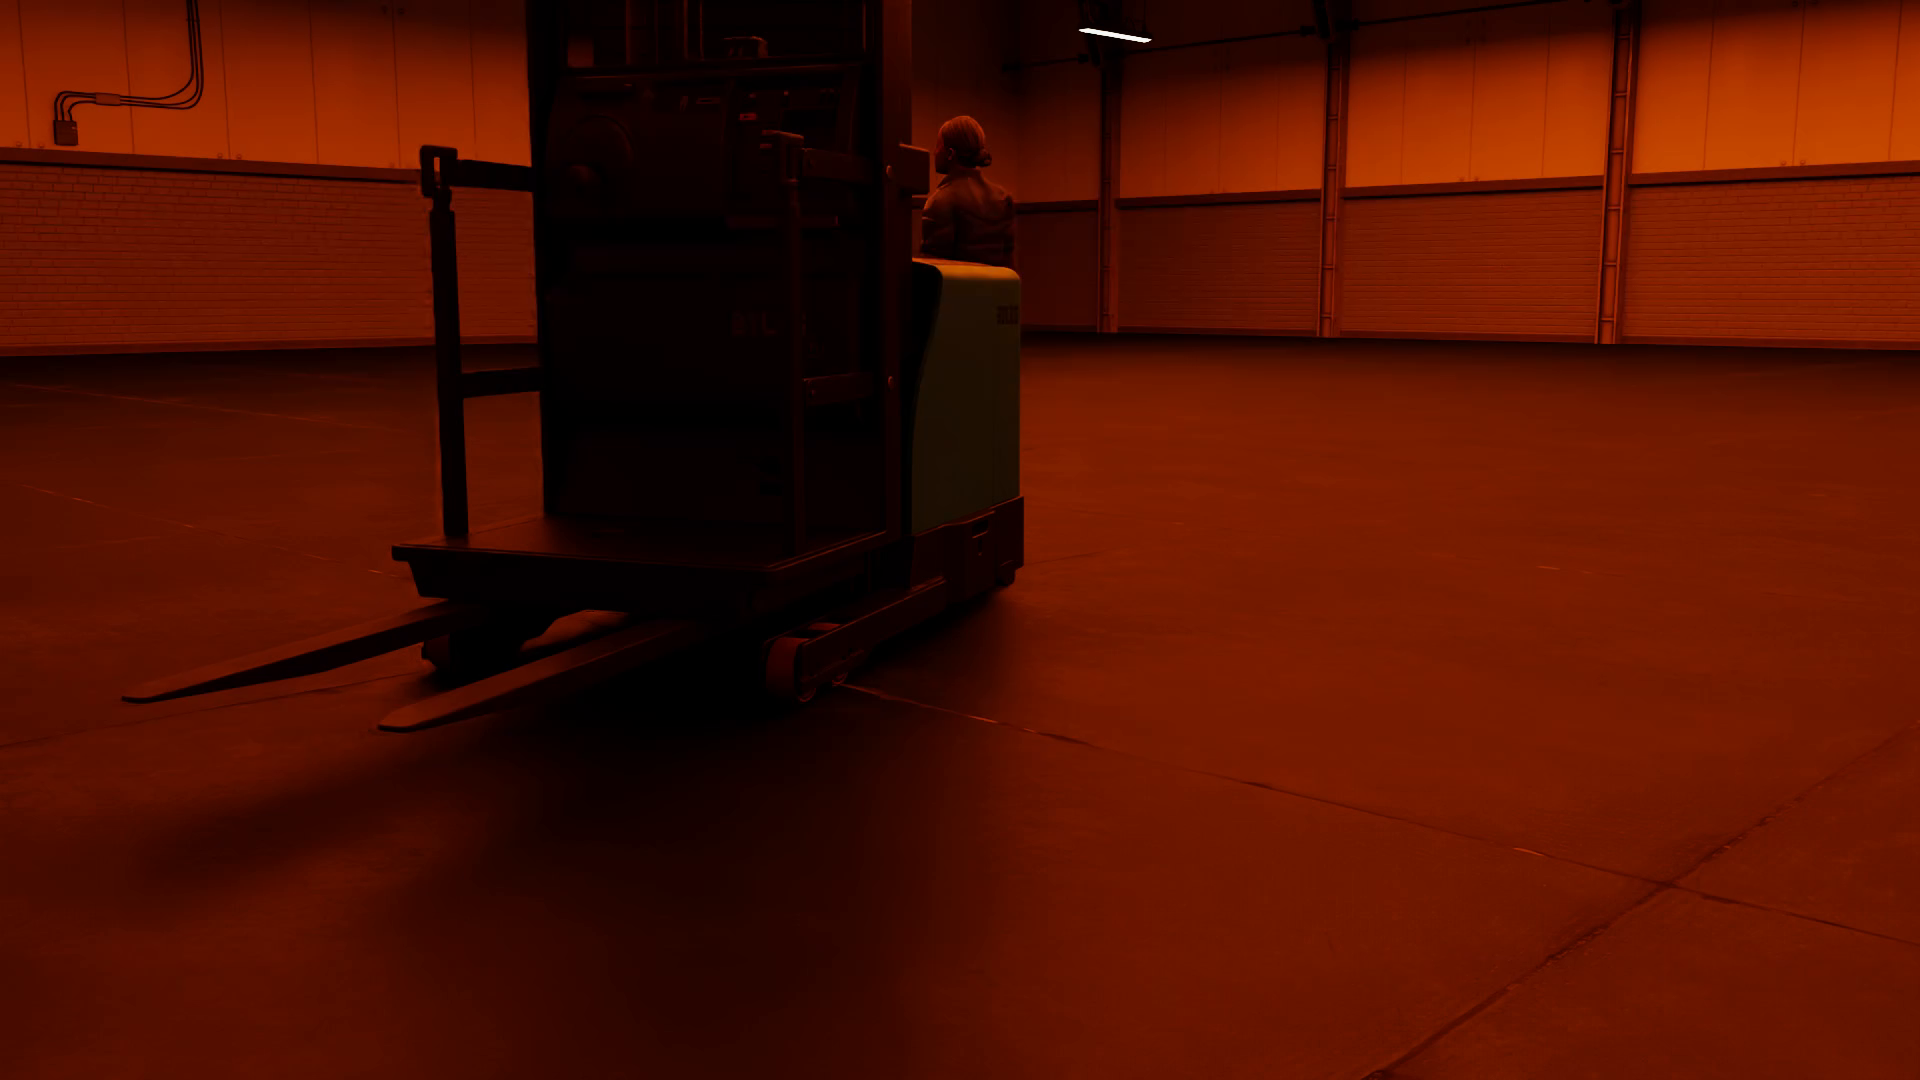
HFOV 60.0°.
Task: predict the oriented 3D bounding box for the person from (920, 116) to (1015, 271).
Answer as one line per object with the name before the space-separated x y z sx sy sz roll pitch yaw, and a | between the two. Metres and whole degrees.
person | -0.050 -0.836 6.667 0.502 1.657 0.570 8 12 43

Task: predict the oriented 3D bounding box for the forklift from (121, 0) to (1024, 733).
forklift | -0.775 -1.119 4.303 1.130 2.935 3.031 3 9 20
